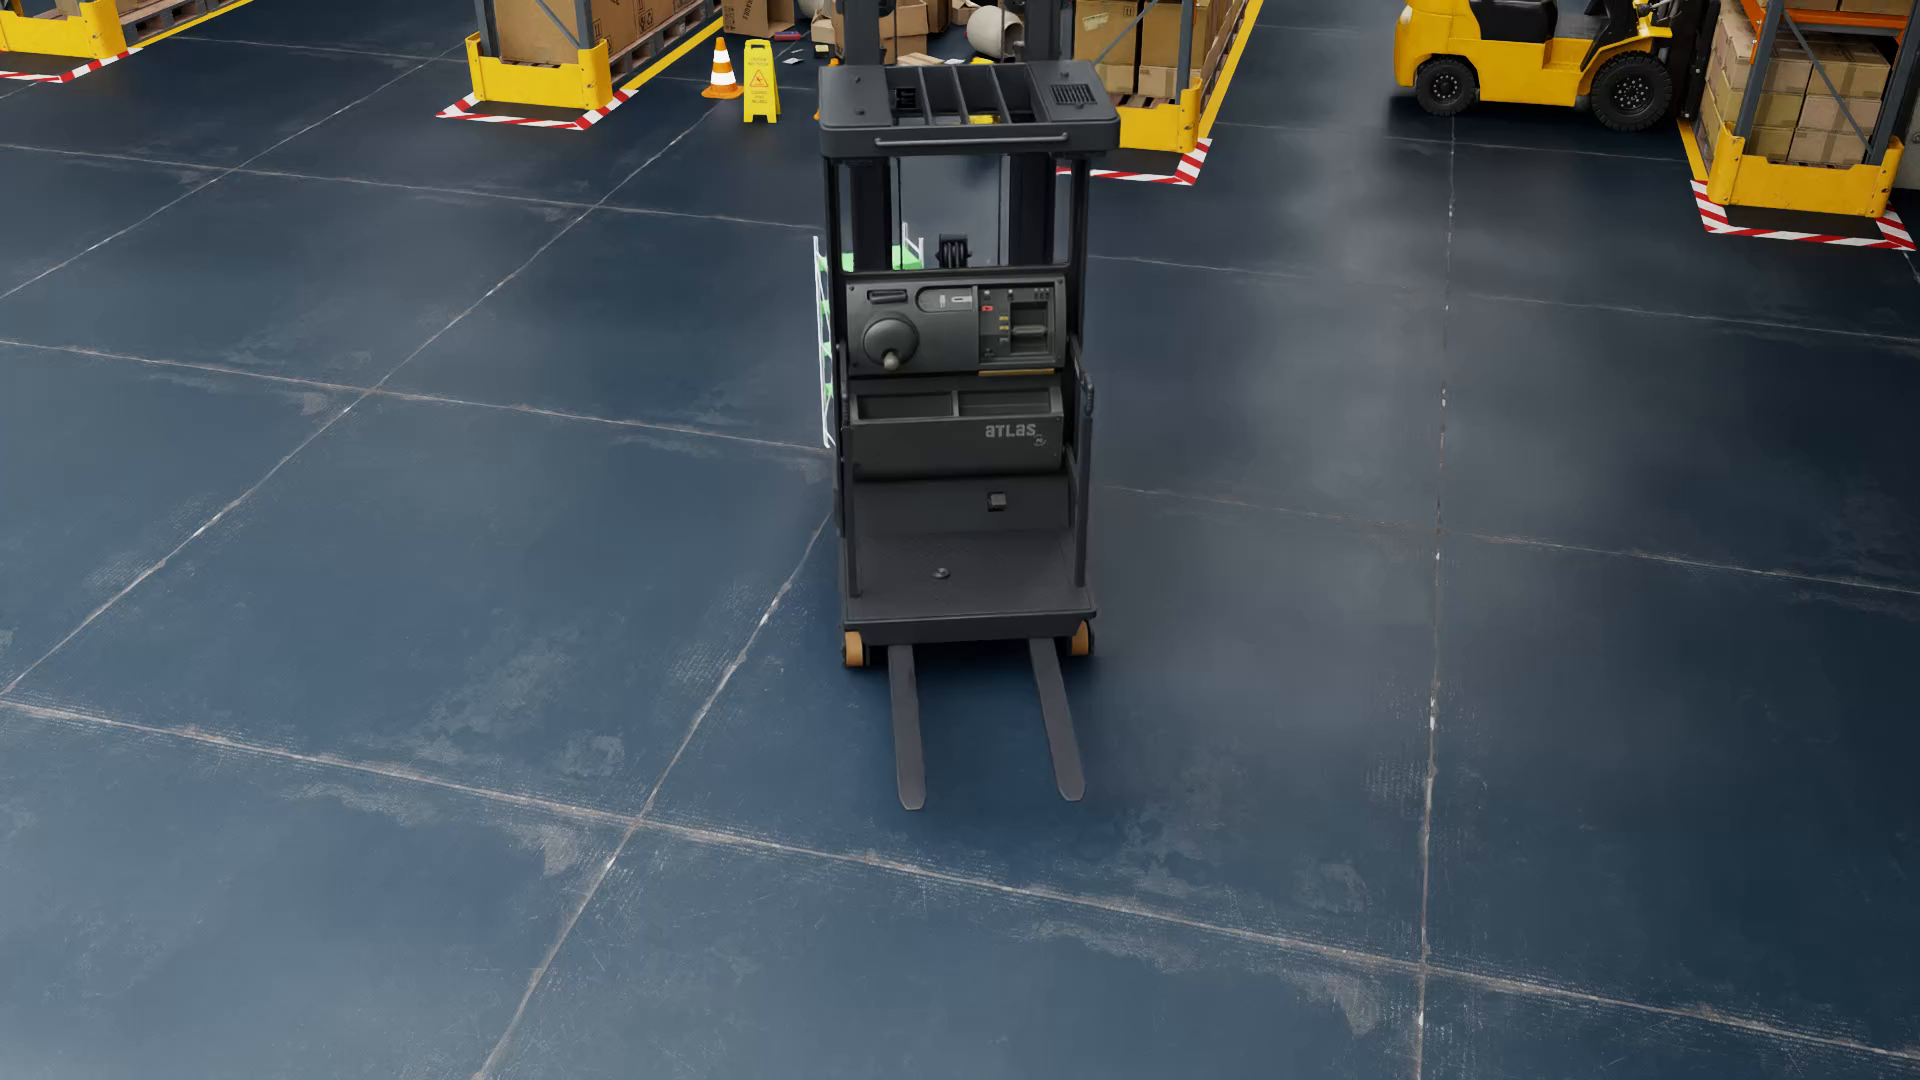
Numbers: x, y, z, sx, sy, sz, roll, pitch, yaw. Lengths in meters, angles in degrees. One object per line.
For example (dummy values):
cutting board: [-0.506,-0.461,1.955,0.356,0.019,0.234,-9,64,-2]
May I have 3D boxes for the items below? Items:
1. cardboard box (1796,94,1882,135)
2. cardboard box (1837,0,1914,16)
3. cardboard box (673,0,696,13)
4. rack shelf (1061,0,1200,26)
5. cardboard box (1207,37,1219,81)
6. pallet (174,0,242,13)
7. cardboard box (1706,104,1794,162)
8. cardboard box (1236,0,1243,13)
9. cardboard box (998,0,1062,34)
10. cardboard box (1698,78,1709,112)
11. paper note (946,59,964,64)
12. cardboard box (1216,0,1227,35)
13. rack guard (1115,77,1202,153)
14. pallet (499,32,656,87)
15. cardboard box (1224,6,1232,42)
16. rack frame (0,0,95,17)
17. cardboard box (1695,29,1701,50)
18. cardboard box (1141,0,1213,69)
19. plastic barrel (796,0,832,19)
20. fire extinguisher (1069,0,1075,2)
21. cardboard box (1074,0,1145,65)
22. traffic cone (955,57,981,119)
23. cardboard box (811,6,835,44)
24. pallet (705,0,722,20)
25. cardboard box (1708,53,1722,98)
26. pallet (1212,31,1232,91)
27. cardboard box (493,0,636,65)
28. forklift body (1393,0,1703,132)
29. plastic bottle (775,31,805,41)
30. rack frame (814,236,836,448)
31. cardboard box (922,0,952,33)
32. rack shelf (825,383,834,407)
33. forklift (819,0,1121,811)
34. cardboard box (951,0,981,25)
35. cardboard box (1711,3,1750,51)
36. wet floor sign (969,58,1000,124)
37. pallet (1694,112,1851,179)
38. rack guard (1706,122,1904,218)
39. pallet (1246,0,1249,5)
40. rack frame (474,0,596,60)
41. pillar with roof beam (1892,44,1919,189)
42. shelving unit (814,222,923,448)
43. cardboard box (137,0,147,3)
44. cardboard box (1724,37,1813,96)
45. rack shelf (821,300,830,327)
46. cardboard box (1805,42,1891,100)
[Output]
cardboard box: [6.399,-3.184,12.167,0.500,0.250,0.500,9,33,13]
cardboard box: [6.473,-4.001,11.655,0.500,0.500,0.500,9,34,14]
cardboard box: [-2.974,-5.607,15.862,0.875,0.875,0.875,8,33,13]
rack shelf: [1.784,-5.148,14.223,1.077,0.370,4.000,8,33,12]
cardboard box: [1.886,-4.076,14.036,0.500,0.250,0.500,9,34,14]
pallet: [-7.738,-5.674,16.978,1.003,0.211,1.213,8,33,12]
cardboard box: [5.892,-3.044,12.413,0.500,0.250,0.500,8,33,13]
cardboard box: [2.402,-5.163,15.747,0.500,0.250,0.500,10,34,15]
cardboard box: [0.704,-5.065,15.749,0.500,0.500,0.500,-21,38,-29]
cardboard box: [6.163,-3.559,13.224,0.500,0.250,0.500,8,33,13]
paper note: [-0.048,-4.338,15.056,0.148,0.019,0.142,20,38,29]
cardboard box: [2.018,-4.672,14.275,0.500,0.500,0.500,9,33,13]
rack guard: [1.296,-3.398,13.130,1.175,0.500,0.348,8,33,12]
pallet: [-3.410,-4.284,14.792,1.003,0.211,1.213,8,33,12]
cardboard box: [2.143,-4.622,14.896,0.500,0.250,0.500,9,33,13]
rack frame: [-8.309,-5.763,14.520,1.000,3.000,0.127,8,33,12]
cardboard box: [6.279,-4.052,13.533,0.500,0.250,0.500,8,33,12]
cardboard box: [1.754,-4.141,13.440,0.500,0.500,0.500,7,33,11]
plastic barrel: [-1.326,-5.226,16.077,0.421,0.421,0.512,-21,38,-29]
fire extinguisher: [0.802,-4.385,12.423,0.296,0.674,0.183,8,33,12]
cardboard box: [1.228,-4.198,13.531,0.500,0.500,0.500,8,33,13]
traffic cone: [0.138,-3.742,13.705,0.336,0.463,0.334,8,33,12]
cardboard box: [-1.177,-4.815,15.576,0.396,0.266,0.258,14,35,21]
pallet: [-2.791,-5.550,16.784,1.003,0.211,1.213,8,33,12]
cardboard box: [6.038,-3.522,12.699,0.500,0.250,0.500,8,33,12]
pallet: [1.848,-4.324,14.856,1.003,0.211,1.213,8,33,12]
cardboard box: [-3.429,-4.677,14.400,0.875,0.875,0.875,8,33,13]
forklift body: [4.795,-4.614,13.503,2.313,2.155,1.214,8,33,12]
plastic bottle: [-1.602,-4.743,15.654,0.283,0.061,0.133,-3,33,-4]
rack frame: [-0.689,-0.975,8.665,0.015,1.200,0.240,-13,35,-19]
cardboard box: [-0.497,-5.160,15.772,0.797,0.637,0.503,8,33,12]
rack shelf: [-0.465,-0.769,8.908,0.480,0.148,0.258,-13,35,-19]
forklift: [0.007,-0.861,6.872,1.130,2.935,3.031,-3,33,-4]
cardboard box: [0.009,-5.205,16.190,0.258,0.266,0.396,-14,35,-21]
cardboard box: [6.136,-3.989,12.969,0.500,0.250,0.500,8,33,13]
wet floor sign: [0.193,-3.467,13.103,0.267,0.644,0.232,20,38,29]
pallet: [6.232,-2.966,12.718,1.003,0.211,1.213,8,33,12]
rack guard: [6.073,-2.673,11.988,1.175,0.500,0.348,8,33,12]
pallet: [2.488,-5.717,17.046,1.003,0.211,1.213,8,33,12]
rack frame: [-3.537,-5.035,13.375,1.000,3.000,0.127,8,33,12]
pillar with roof beam: [2.963,-7.096,11.025,9.100,9.000,0.400,8,33,12]
shelving unit: [-0.465,-1.026,8.745,0.503,1.200,0.258,-13,35,-19]
cardboard box: [-8.016,-5.522,16.079,0.500,0.500,0.500,17,36,25]
cardboard box: [5.894,-3.460,12.137,0.500,0.250,0.500,9,34,14]
rack shelf: [-0.465,-1.175,8.651,0.480,0.148,0.258,-13,35,-19]
cardboard box: [6.384,-3.402,12.046,0.500,0.250,0.500,8,33,12]
